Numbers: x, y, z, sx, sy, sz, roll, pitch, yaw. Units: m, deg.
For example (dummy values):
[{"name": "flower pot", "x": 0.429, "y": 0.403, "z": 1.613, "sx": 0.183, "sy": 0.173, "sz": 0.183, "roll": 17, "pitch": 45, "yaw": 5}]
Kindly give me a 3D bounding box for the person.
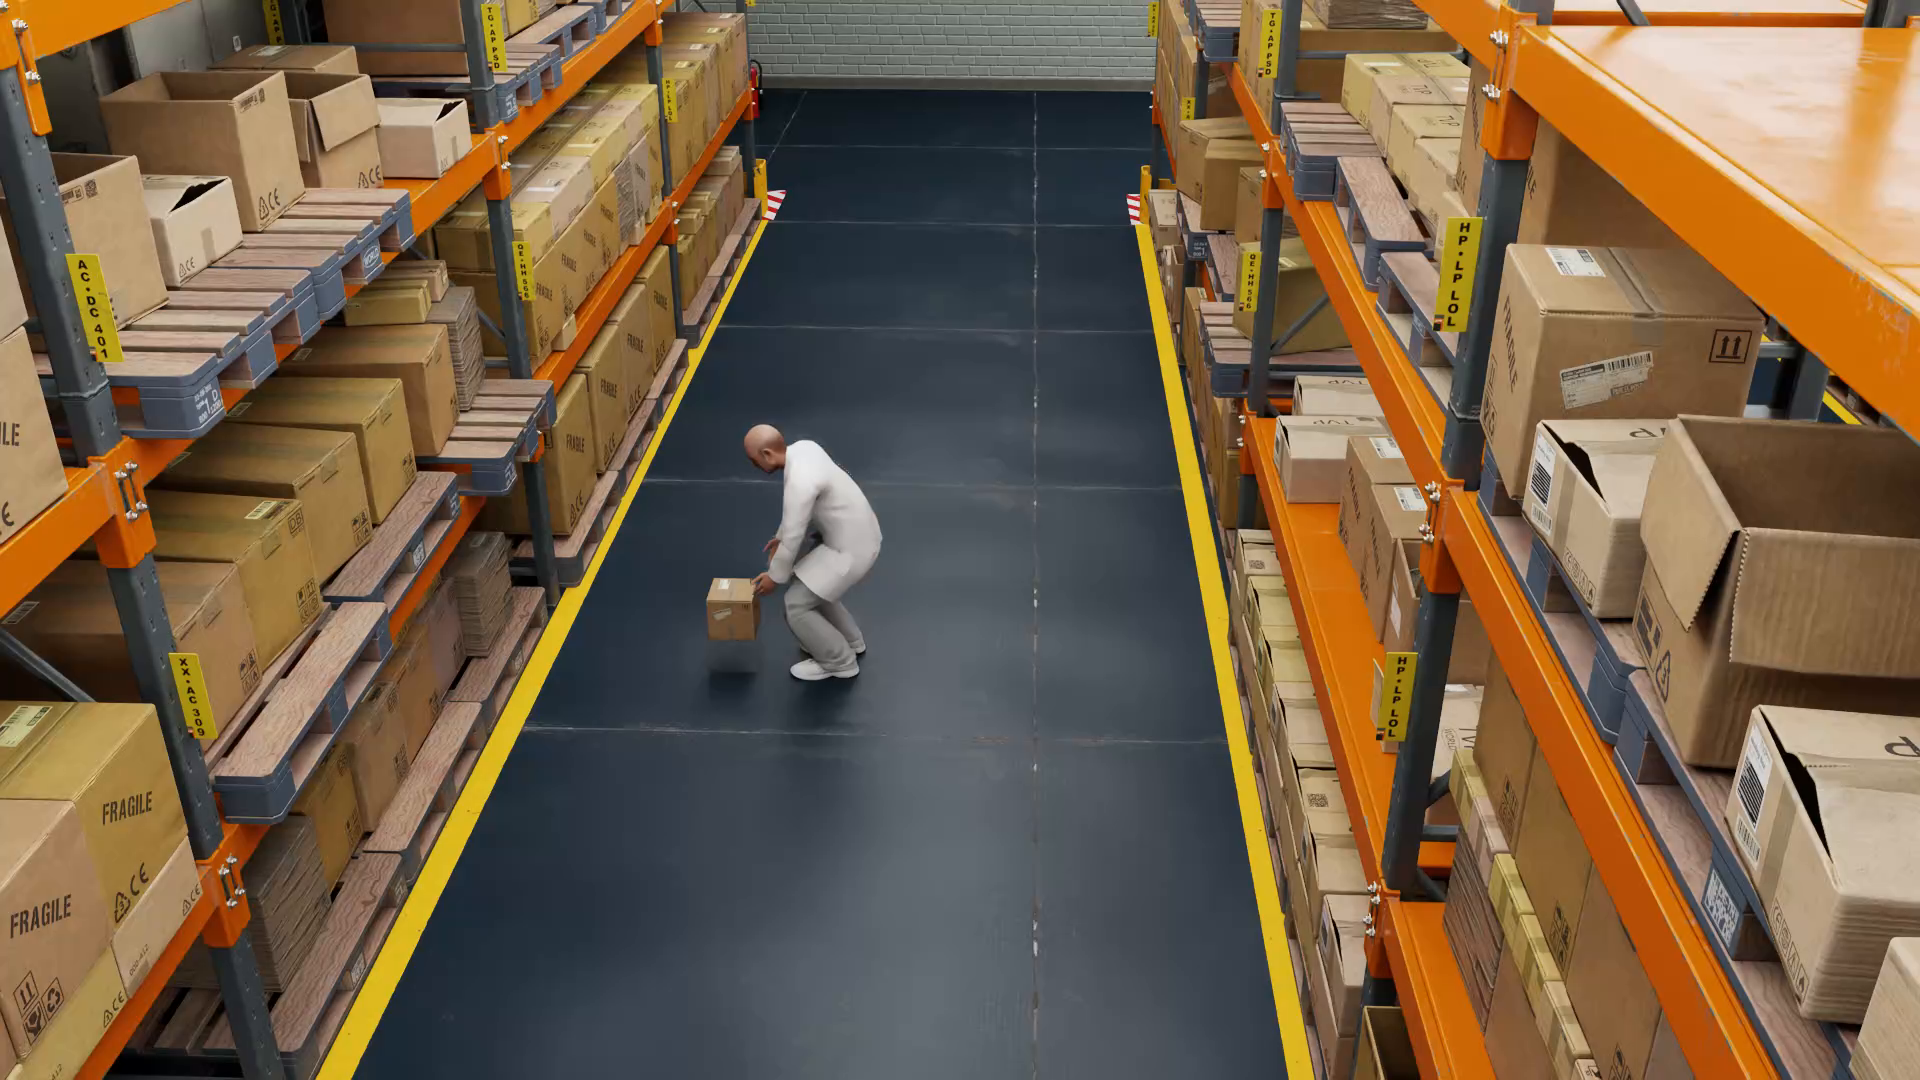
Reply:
[{"name": "person", "x": -0.769, "y": 0.054, "z": 8.889, "sx": 0.700, "sy": 1.454, "sz": 0.631, "roll": 1, "pitch": 28, "yaw": 2}]
